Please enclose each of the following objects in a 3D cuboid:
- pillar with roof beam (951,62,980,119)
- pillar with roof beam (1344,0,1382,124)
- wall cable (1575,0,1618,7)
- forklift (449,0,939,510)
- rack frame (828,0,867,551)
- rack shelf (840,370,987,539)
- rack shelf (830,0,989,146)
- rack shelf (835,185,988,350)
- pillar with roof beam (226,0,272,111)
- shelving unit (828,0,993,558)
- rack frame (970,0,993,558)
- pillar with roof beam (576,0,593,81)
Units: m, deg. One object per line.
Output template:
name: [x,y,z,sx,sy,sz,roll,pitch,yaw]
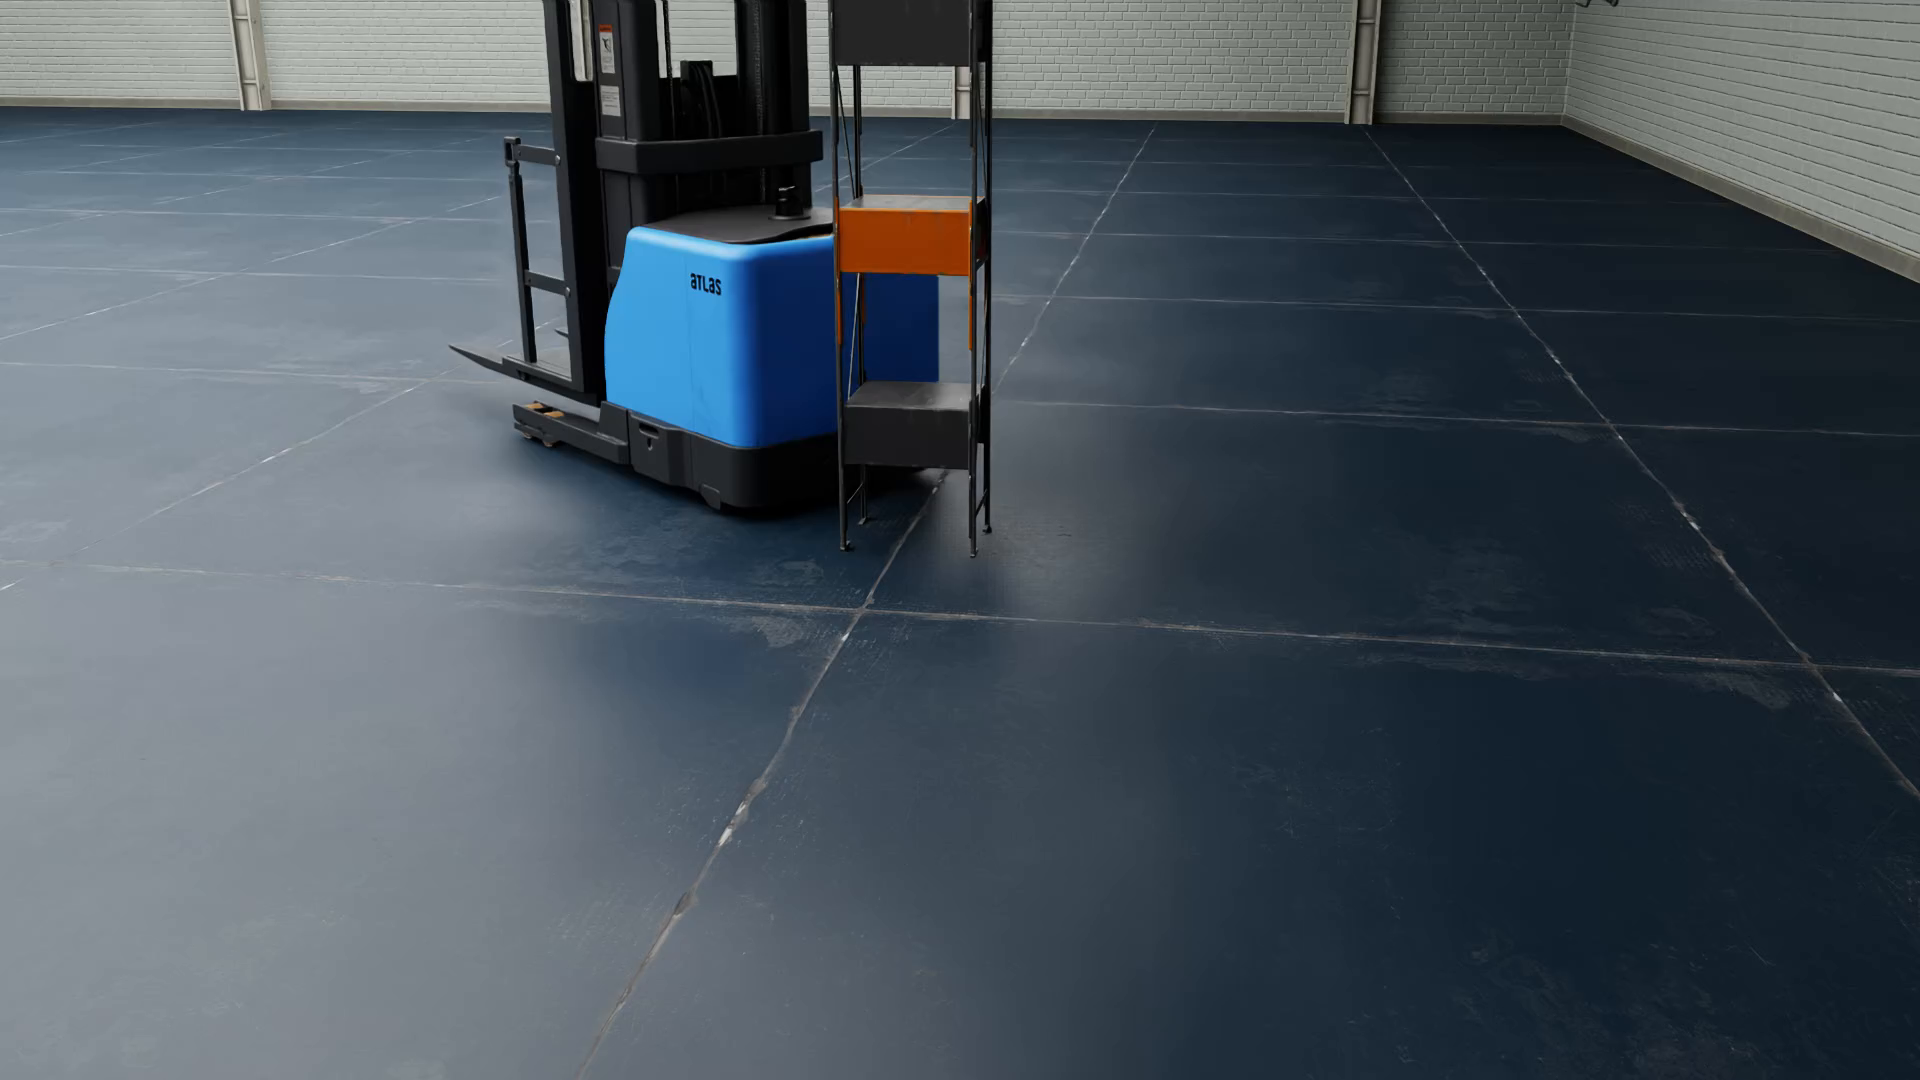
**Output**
pillar with roof beam: [-0.596,-9.513,20.551,0.400,9.000,9.100,3,19,9]
pillar with roof beam: [5.328,-9.211,19.649,0.400,9.000,9.100,3,19,9]
wall cable: [8.710,-8.524,22.491,0.112,2.526,3.097,3,19,9]
forklift: [-1.416,-1.902,7.369,1.130,2.935,3.031,-15,24,-38]
rack frame: [-0.404,-1.016,6.032,0.015,2.100,0.400,3,19,9]
rack shelf: [-0.163,-0.327,6.221,0.480,0.518,0.431,3,19,9]
rack shelf: [-0.163,-1.655,5.777,0.480,0.518,0.431,3,19,9]
rack shelf: [-0.163,-0.991,5.999,0.480,0.518,0.431,3,19,9]
pillar with roof beam: [-12.444,-10.116,22.356,0.400,9.000,9.100,3,19,9]
shelving unit: [-0.163,-1.004,5.995,0.503,2.100,0.431,3,19,9]
rack frame: [0.078,-0.992,5.958,0.015,2.100,0.400,3,19,9]
pillar with roof beam: [-6.520,-9.814,21.454,0.400,9.000,9.100,3,19,9]
